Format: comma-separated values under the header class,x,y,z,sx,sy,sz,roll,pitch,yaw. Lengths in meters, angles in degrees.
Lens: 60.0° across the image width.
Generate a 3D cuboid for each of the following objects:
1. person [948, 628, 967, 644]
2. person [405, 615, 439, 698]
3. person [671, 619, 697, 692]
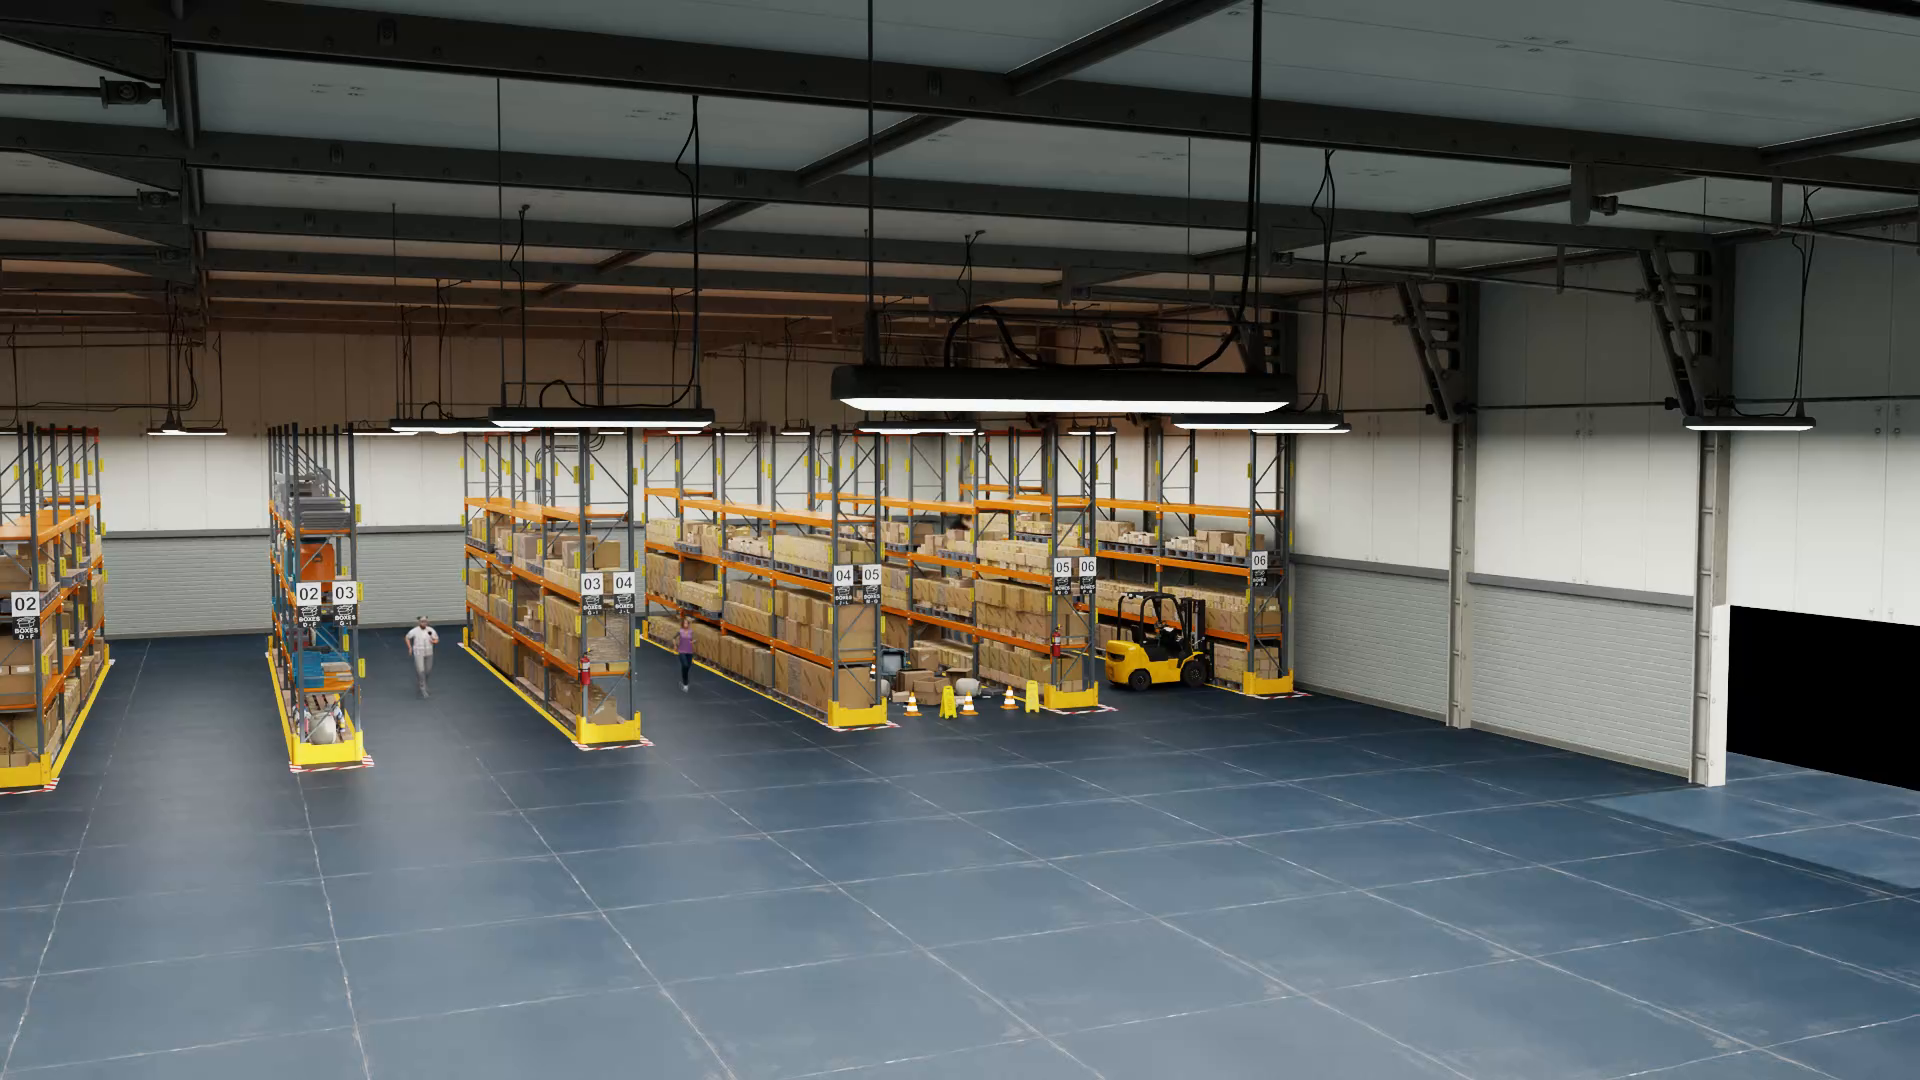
class,x,y,z,sx,sy,sz,roll,pitch,yaw
person,-0.064,2.111,45.031,0.642,1.787,0.762,-2,4,-29
person,-11.937,2.555,37.001,0.657,1.795,0.956,-2,4,-34
person,-6.251,2.605,37.829,0.510,1.642,0.733,-2,4,-30
